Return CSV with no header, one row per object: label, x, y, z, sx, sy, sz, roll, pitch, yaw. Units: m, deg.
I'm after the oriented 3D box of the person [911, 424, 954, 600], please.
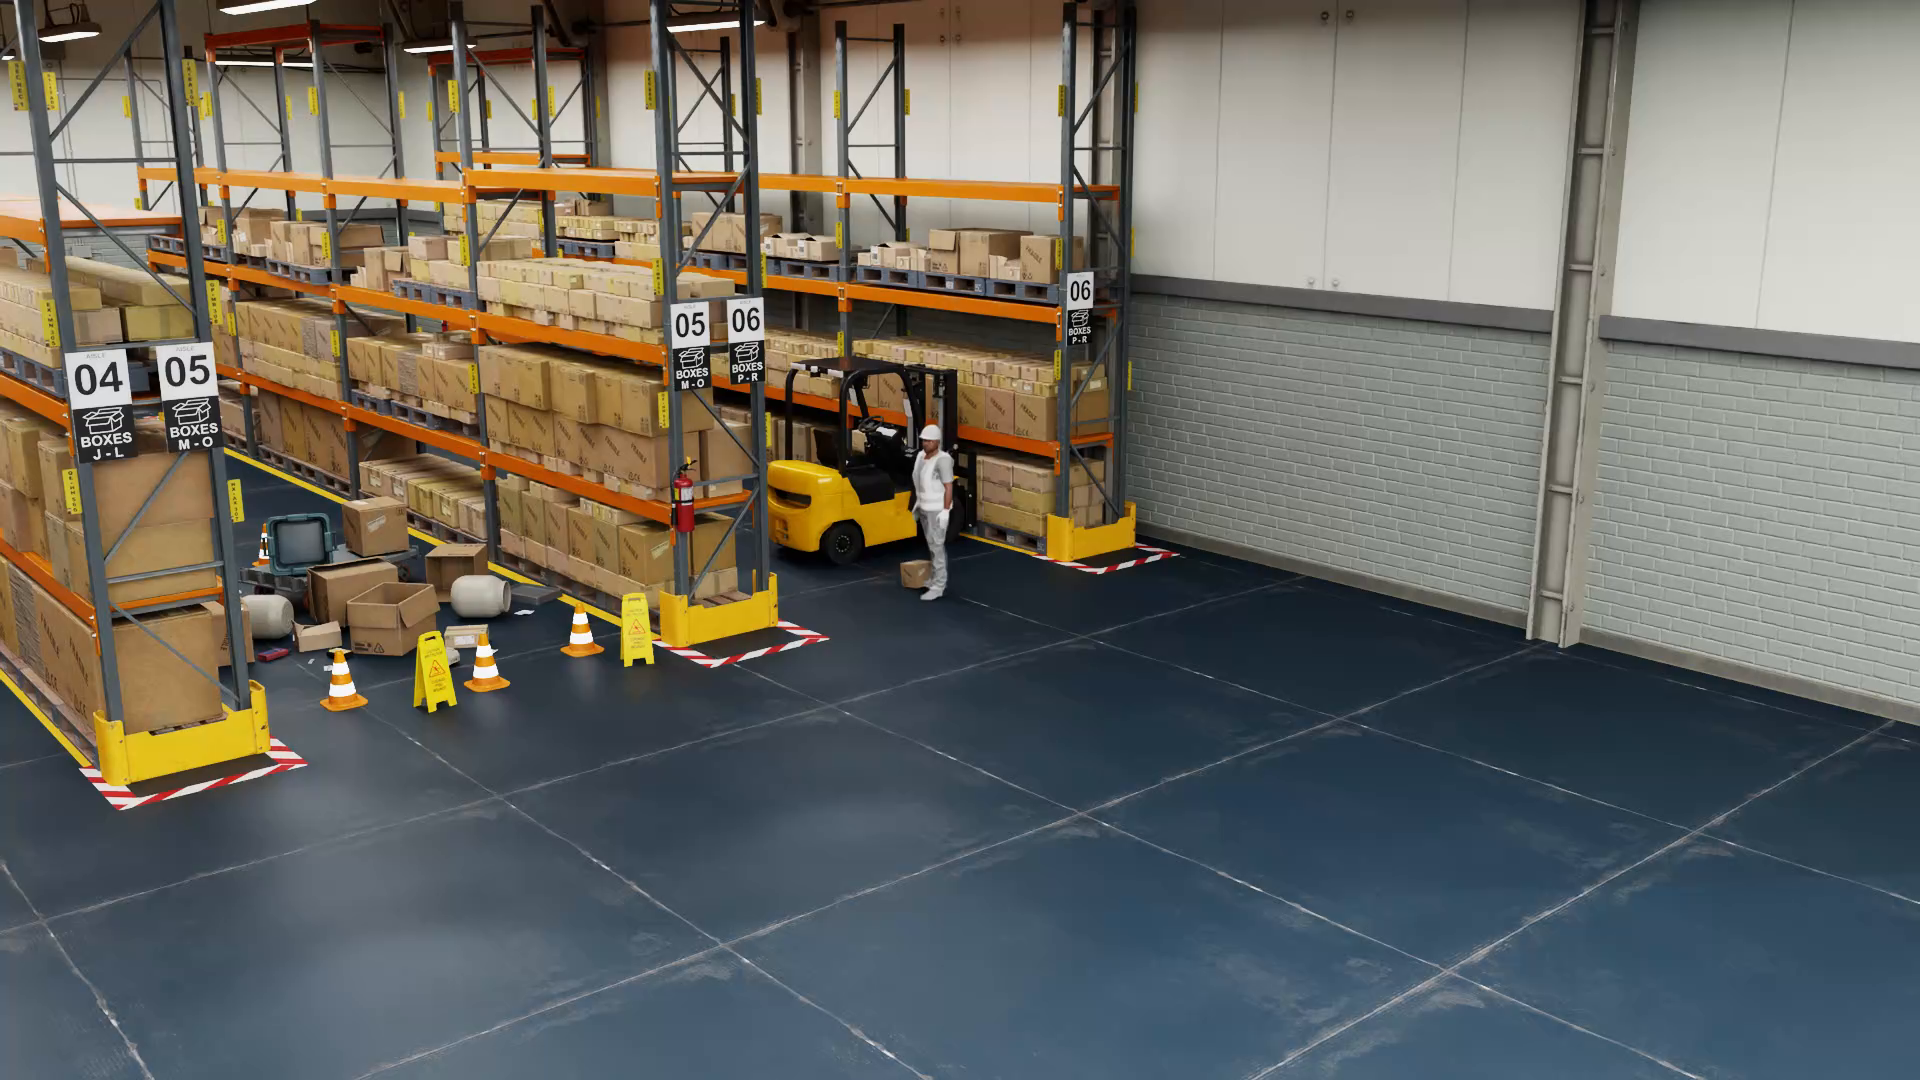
person,-0.286,-0.311,17.149,0.483,1.791,0.581,-7,16,-26
